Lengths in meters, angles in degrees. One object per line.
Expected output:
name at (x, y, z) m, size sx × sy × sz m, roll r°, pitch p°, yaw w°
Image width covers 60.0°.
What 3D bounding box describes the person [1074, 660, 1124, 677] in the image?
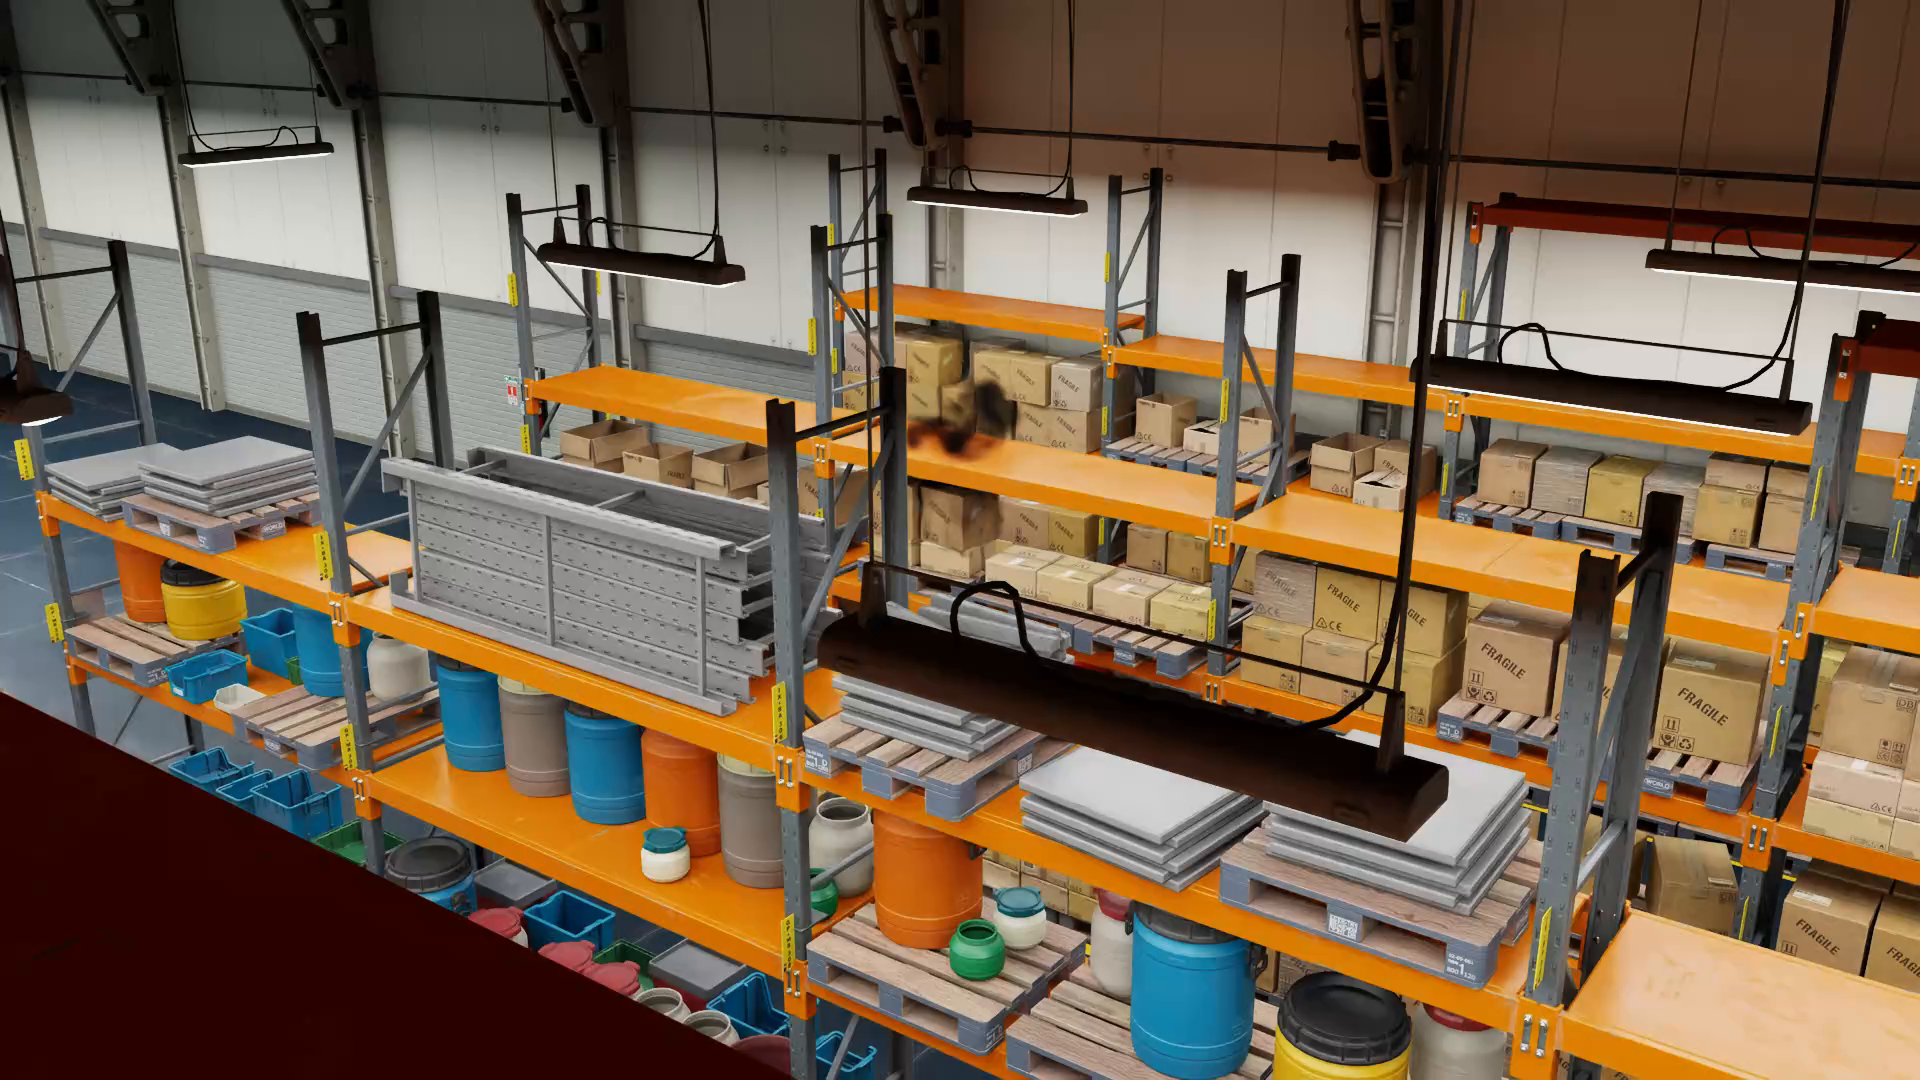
person at (1.307, 1.607, 16.701) m, size 0.875 × 1.758 × 0.653 m, roll 14°, pitch 23°, yaw 35°
